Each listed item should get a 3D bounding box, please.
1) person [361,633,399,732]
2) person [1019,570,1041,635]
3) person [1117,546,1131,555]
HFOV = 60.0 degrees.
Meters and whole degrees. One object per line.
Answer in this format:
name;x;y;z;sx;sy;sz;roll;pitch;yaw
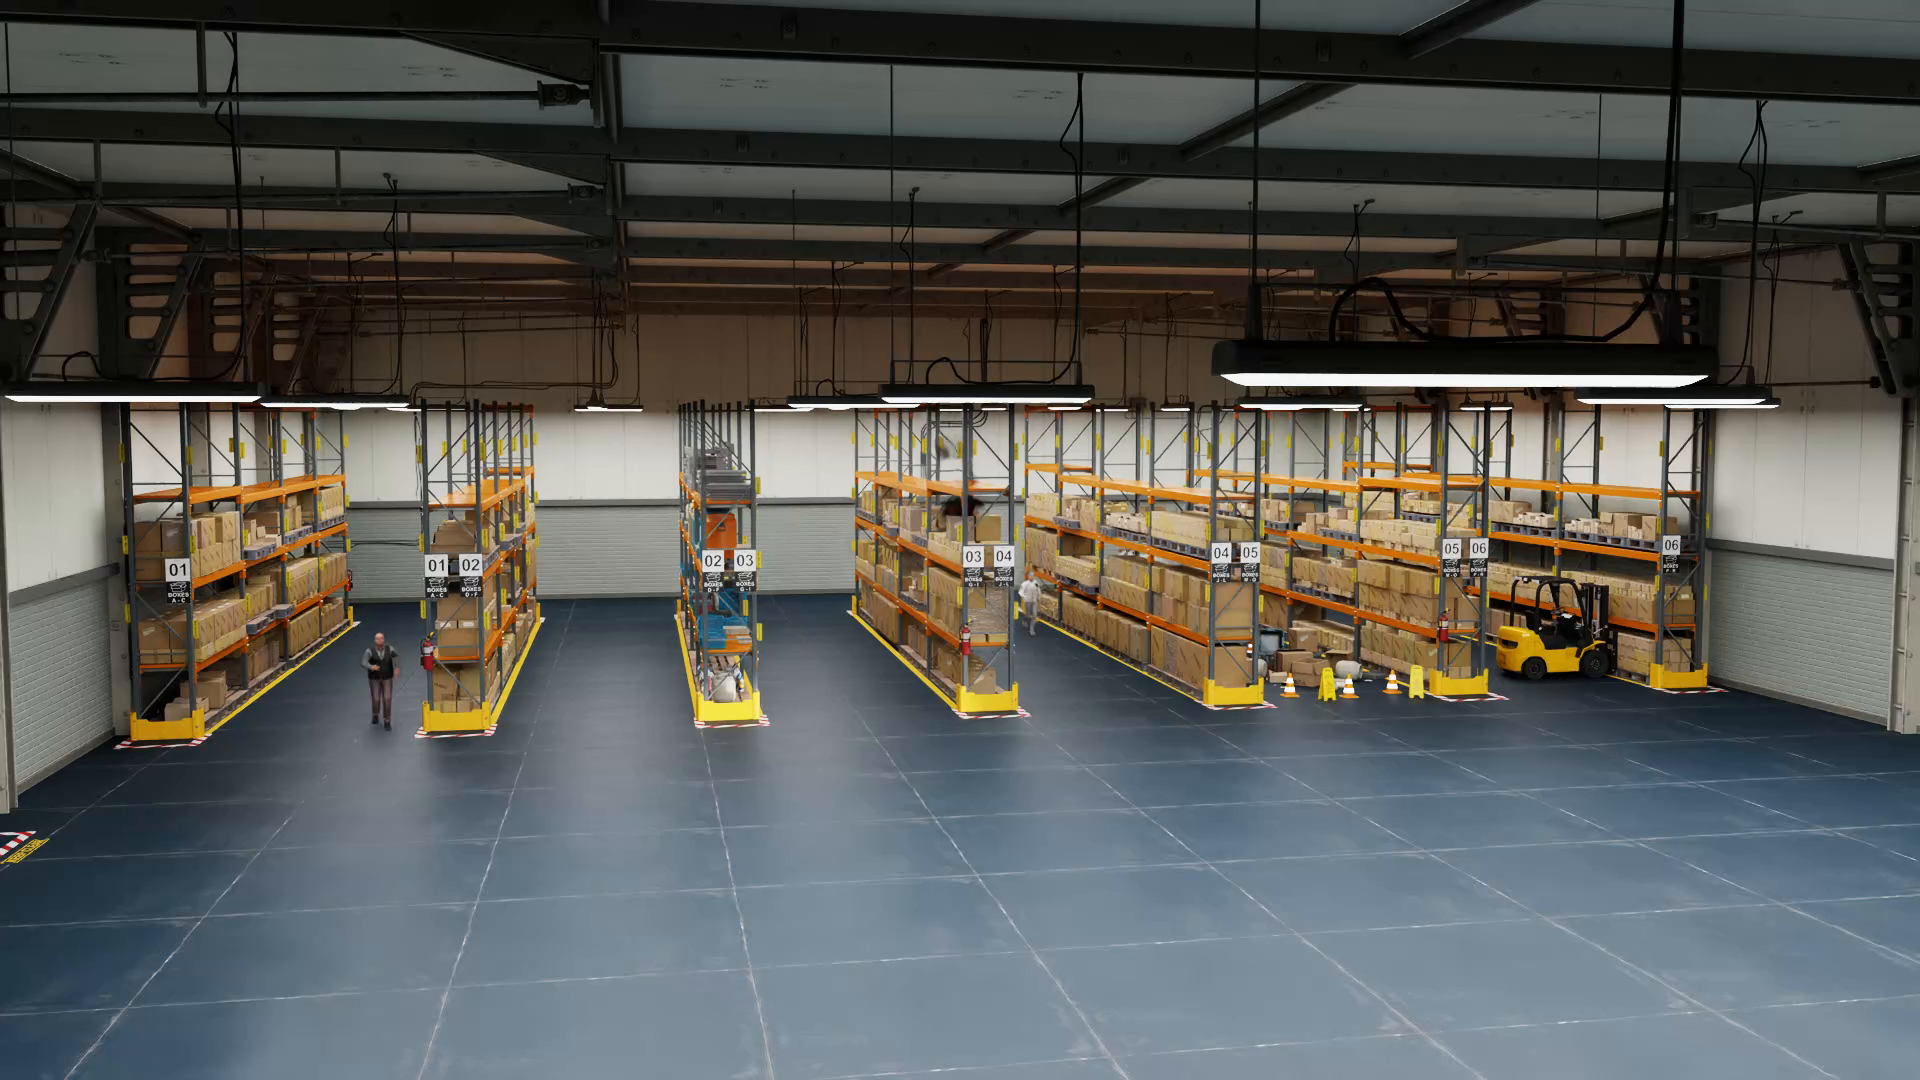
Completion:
person;-10.573;2.574;30.352;0.674;1.774;0.821;-2;5;-24
person;1.847;1.630;43.532;0.627;1.698;0.761;-1;4;-15
person;4.956;1.043;50.514;1.009;1.708;0.706;-1;4;-11
